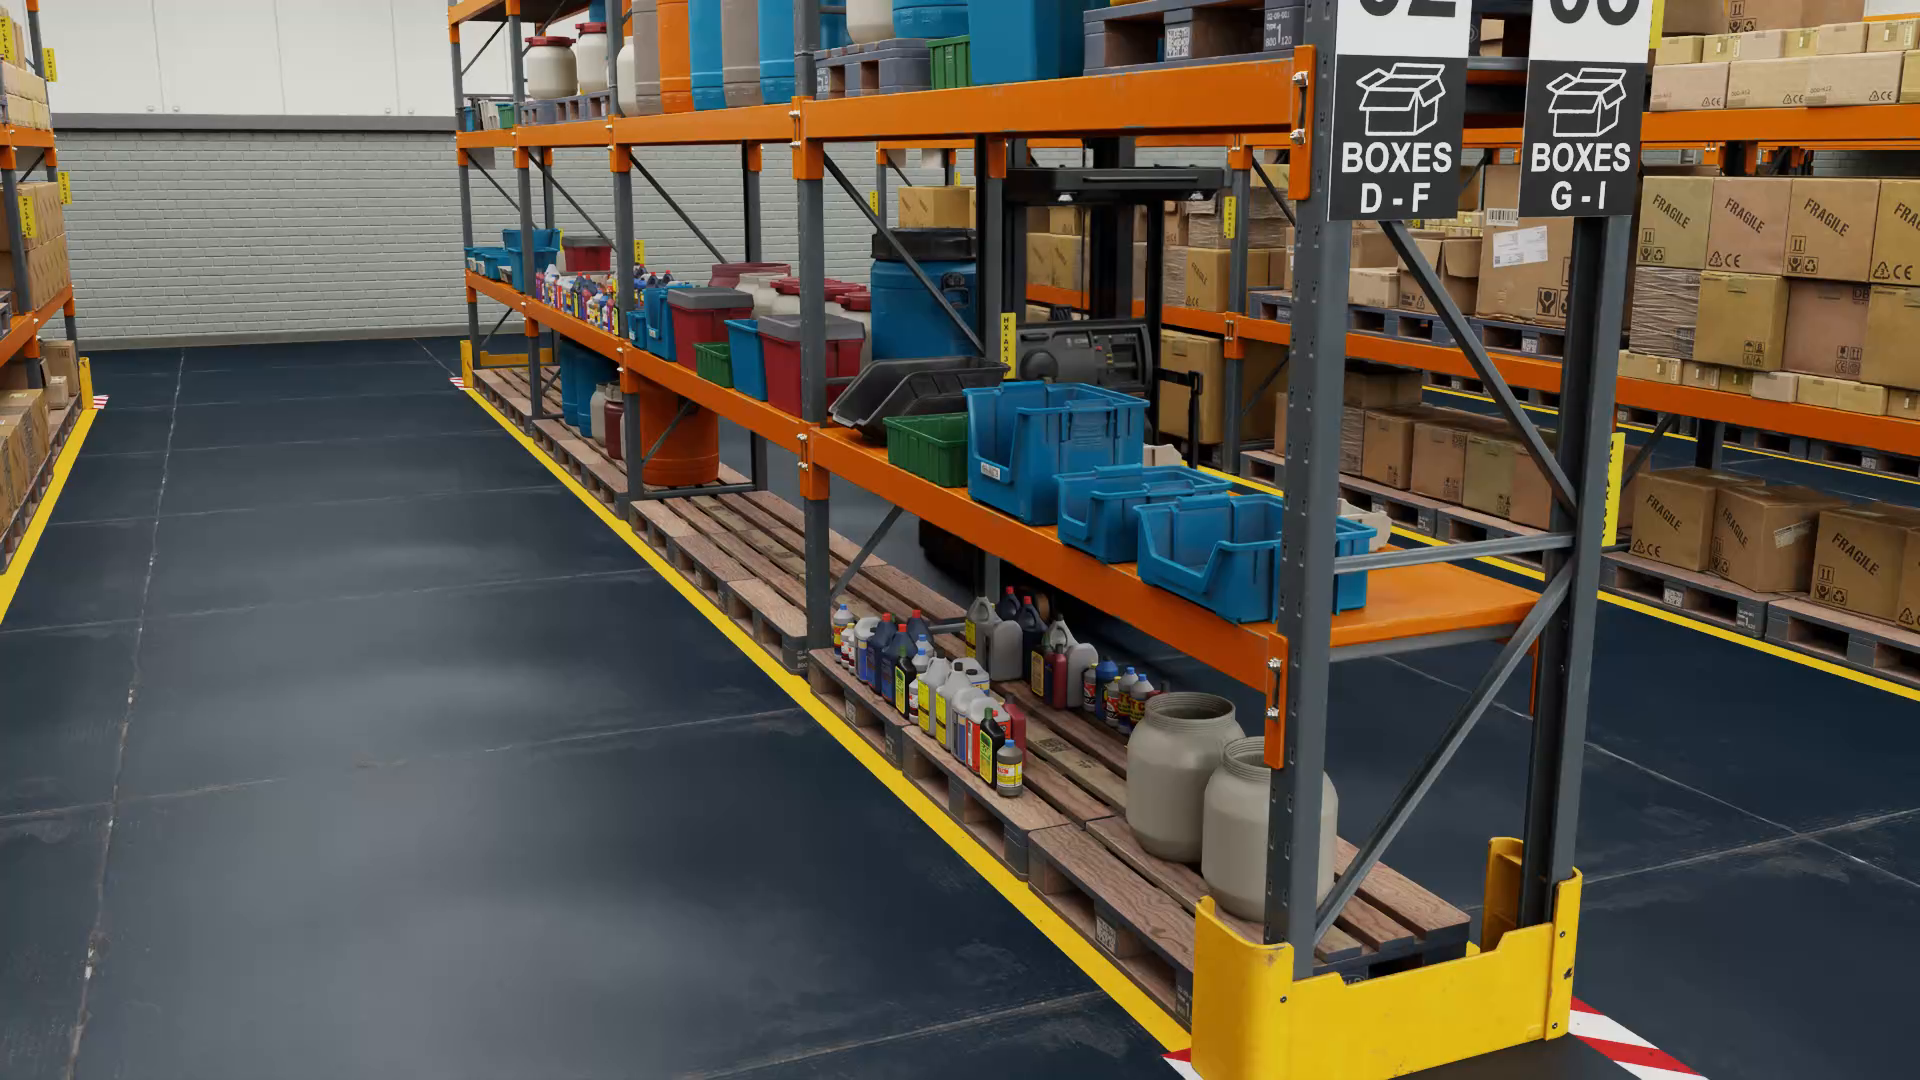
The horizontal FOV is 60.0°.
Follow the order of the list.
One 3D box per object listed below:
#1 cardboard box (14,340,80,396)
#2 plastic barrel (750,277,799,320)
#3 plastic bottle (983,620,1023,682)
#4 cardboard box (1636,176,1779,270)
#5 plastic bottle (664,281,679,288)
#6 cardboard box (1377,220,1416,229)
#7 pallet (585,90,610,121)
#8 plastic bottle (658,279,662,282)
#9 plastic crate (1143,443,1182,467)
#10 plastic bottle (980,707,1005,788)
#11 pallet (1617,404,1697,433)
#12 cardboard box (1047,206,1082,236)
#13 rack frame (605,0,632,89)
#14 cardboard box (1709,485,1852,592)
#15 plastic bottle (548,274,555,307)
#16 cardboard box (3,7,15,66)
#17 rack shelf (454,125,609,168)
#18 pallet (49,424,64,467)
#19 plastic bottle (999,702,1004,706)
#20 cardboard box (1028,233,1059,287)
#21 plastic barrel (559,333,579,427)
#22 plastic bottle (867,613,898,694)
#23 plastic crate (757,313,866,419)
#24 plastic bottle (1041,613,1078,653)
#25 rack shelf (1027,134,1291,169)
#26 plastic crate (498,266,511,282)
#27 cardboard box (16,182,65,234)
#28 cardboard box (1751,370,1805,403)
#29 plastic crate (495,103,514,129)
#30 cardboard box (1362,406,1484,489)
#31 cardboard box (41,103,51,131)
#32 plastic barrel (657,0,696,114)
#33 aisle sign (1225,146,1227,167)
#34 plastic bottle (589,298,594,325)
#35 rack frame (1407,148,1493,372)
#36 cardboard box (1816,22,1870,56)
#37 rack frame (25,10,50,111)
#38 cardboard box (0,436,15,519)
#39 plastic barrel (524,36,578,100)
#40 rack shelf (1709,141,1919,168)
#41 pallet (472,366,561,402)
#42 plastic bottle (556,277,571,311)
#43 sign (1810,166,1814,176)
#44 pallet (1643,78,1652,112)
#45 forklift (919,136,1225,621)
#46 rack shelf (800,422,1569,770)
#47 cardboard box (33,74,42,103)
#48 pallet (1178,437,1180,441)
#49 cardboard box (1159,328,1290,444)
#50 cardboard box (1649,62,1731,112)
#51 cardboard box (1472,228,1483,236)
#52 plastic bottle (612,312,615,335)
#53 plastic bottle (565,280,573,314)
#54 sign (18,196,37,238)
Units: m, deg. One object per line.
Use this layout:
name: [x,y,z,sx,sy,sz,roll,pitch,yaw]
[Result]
cardboard box: [-9.182,-1.722,16.726,0.500,0.500,0.500,-6,14,-23]
plastic barrel: [-1.104,-1.384,10.448,0.421,0.512,0.421,0,13,0]
plastic bottle: [0.195,0.495,7.645,0.152,0.276,0.135,-6,14,-23]
cardboard box: [4.207,-1.795,9.376,0.500,0.500,0.500,-6,14,-23]
plastic bottle: [-2.313,-1.954,13.436,0.152,0.276,0.135,-6,14,-23]
cardboard box: [5.188,-3.578,19.297,0.500,0.500,0.500,-6,14,-23]
pallet: [-2.097,-3.146,12.076,1.003,0.211,1.213,-6,14,-23]
plastic bottle: [-2.464,-2.011,13.692,0.097,0.271,0.097,0,13,0]
plastic crate: [0.604,-0.342,6.780,0.530,0.136,0.437,-6,14,-23]
plastic bottle: [0.123,0.790,6.353,0.061,0.283,0.133,-5,14,-22]
pallet: [6.931,-1.287,16.463,1.003,0.211,1.213,-6,14,-23]
cardboard box: [1.319,-3.290,16.484,0.797,0.503,0.637,-6,14,-24]
rack frame: [-1.880,-4.532,10.995,1.000,3.000,0.127,-6,14,-23]
cardboard box: [4.620,-0.013,9.387,0.500,0.500,0.500,-1,13,-5]
plastic bottle: [-3.478,-2.141,14.254,0.097,0.271,0.097,0,13,0]
cardboard box: [-8.529,-4.302,14.215,0.700,0.500,0.500,-6,14,-23]
rack shelf: [-4.284,-3.960,16.771,1.077,0.370,4.000,-6,14,-23]
pallet: [-8.297,-0.773,14.241,1.003,0.211,1.213,-6,14,-23]
plastic bottle: [0.162,0.754,6.689,0.097,0.201,0.097,0,13,0]
cardboard box: [1.011,-2.814,16.656,0.500,0.500,0.500,-6,14,-23]
plastic barrel: [-3.280,-1.504,14.939,0.600,0.901,0.708,-6,14,-23]
plastic bottle: [-0.335,0.497,7.468,0.144,0.351,0.185,-5,14,-21]
plastic crate: [-0.752,-0.887,8.407,0.402,0.464,0.583,-6,14,-23]
plastic bottle: [0.450,0.506,7.428,0.144,0.351,0.185,-6,14,-23]
rack shelf: [1.857,-3.581,15.133,1.077,0.370,4.000,-6,14,-23]
plastic crate: [-4.456,-2.669,16.702,0.293,0.136,0.466,-6,14,-23]
cardboard box: [-9.195,-3.284,16.469,0.500,0.500,0.500,-6,14,-23]
cardboard box: [4.456,-0.828,8.854,0.380,0.149,0.250,-6,14,-23]
plastic crate: [-4.140,-3.975,15.611,0.416,0.233,0.300,-6,14,-23]
cardboard box: [3.412,-0.687,12.253,0.700,0.500,0.500,-4,14,-18]
cardboard box: [-9.178,-4.122,16.206,0.500,0.250,0.500,-6,14,-23]
plastic barrel: [-1.488,-2.956,9.883,0.600,0.830,0.708,-6,14,-23]
aisle sign: [3.734,-5.391,22.246,0.394,0.787,0.004,-6,14,-23]
plastic bottle: [-2.789,-1.752,12.726,0.097,0.201,0.097,0,13,0]
rack frame: [5.641,-3.310,19.021,1.000,3.000,0.127,-6,14,-23]
cardboard box: [4.531,-2.502,8.322,0.380,0.149,0.250,-6,14,-24]
rack frame: [-9.625,-5.738,16.207,1.000,3.000,0.127,-6,14,-23]
cardboard box: [-6.556,-0.387,10.957,0.500,0.500,0.500,-6,14,-25]
plastic barrel: [-3.502,-4.037,14.274,0.433,0.535,0.433,0,13,0]
rack shelf: [8.044,-3.182,13.408,1.077,0.370,4.000,-6,14,-23]
pallet: [-4.790,-1.730,18.376,1.003,0.211,1.213,-6,14,-23]
plastic bottle: [-3.275,-2.054,13.868,0.152,0.276,0.135,-6,14,-23]
sign: [13.596,-5.818,26.586,0.100,0.325,0.005,-6,14,-23]
pallet: [4.110,-2.738,10.310,1.213,0.211,1.003,-6,14,-23]
forklift: [0.784,-1.074,9.511,1.130,2.935,3.031,-6,14,-23]
rack shelf: [0.523,-0.019,6.397,1.077,0.370,4.000,-6,14,-23]
cardboard box: [-8.985,-4.261,15.700,0.500,0.250,0.500,-6,14,-23]
pallet: [1.926,-1.120,15.740,1.003,0.211,1.213,-6,14,-23]
cardboard box: [2.400,-1.371,14.421,1.225,0.875,0.875,-6,14,-26]
cardboard box: [4.206,-2.503,9.211,0.500,0.250,0.500,-6,14,-25]
cardboard box: [5.691,-3.254,17.744,0.380,0.149,0.250,-6,14,-25]
plastic bottle: [-2.463,-1.583,11.999,0.097,0.201,0.097,0,13,0]
plastic bottle: [-3.161,-1.978,13.547,0.097,0.271,0.097,0,13,0]
sign: [-7.516,-2.604,13.402,0.100,0.325,0.005,-6,14,-23]
